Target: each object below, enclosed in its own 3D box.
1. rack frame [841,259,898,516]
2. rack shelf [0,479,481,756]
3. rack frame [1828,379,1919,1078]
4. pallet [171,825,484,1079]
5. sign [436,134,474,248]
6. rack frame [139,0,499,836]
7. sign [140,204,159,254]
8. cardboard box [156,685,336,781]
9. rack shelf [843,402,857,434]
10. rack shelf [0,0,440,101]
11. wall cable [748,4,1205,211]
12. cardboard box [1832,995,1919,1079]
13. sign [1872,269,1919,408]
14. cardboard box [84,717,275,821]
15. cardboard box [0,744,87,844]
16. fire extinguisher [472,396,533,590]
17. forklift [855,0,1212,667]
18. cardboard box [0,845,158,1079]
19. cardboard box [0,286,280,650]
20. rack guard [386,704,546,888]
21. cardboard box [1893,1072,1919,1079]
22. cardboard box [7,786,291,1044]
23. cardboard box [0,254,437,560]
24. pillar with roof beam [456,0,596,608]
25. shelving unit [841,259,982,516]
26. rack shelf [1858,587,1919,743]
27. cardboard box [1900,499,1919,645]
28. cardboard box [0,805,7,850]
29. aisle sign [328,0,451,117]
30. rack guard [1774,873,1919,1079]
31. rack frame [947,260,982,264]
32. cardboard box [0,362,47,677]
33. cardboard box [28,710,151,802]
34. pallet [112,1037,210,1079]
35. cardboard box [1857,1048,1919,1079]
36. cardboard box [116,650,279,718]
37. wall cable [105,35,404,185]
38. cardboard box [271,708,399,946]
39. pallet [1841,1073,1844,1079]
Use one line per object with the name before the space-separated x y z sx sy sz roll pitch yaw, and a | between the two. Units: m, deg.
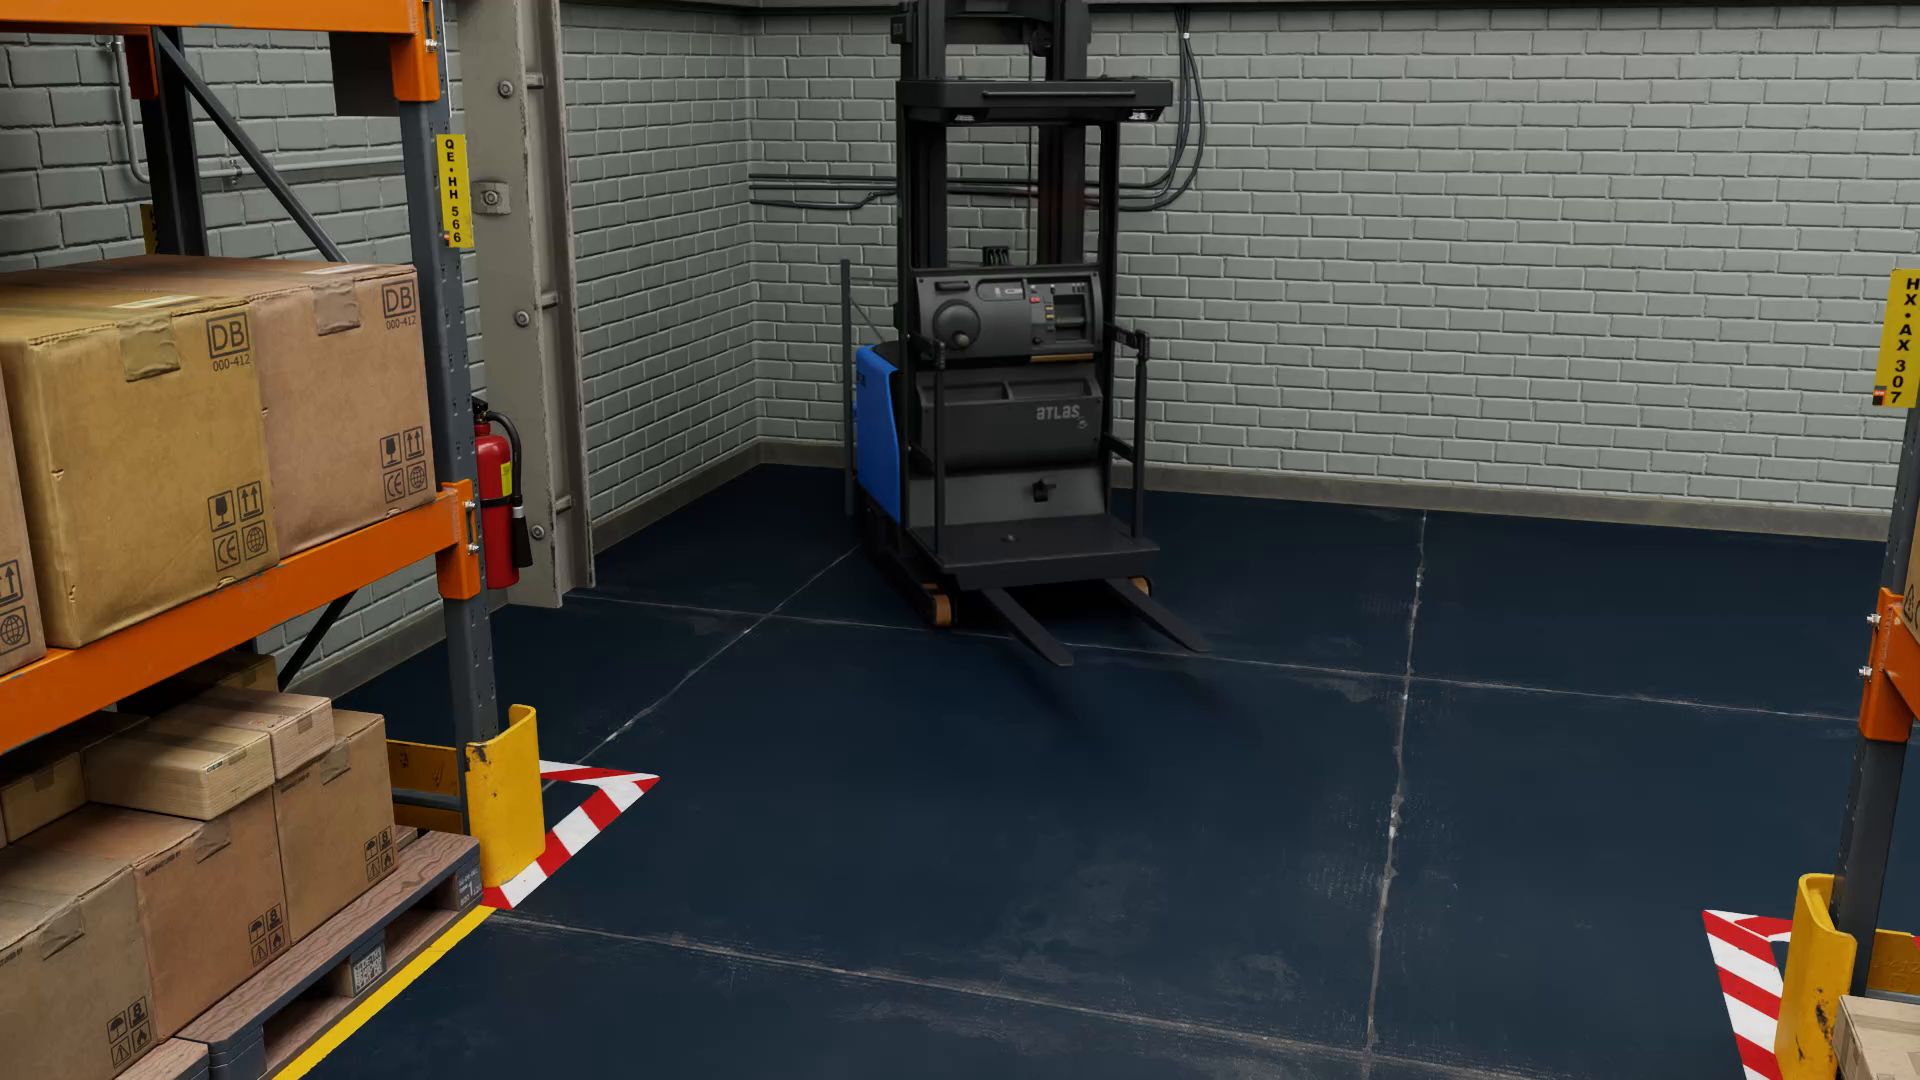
rack frame | -0.444 -0.849 9.573 0.500 1.500 0.032 7 17 23
rack shelf | -2.572 0.471 3.491 1.077 0.370 4.000 5 16 16
rack frame | 2.747 -0.015 3.887 1.000 3.000 0.127 5 16 16
pallet | -2.155 1.158 4.859 1.003 0.211 1.213 5 16 16
sign | -1.487 -1.024 4.886 0.100 0.325 0.005 5 16 16
rack frame | -2.003 -0.399 5.238 1.000 3.000 0.127 5 16 16
sign | -2.534 -0.898 5.266 0.100 0.325 0.005 5 16 16
cardboard box | -1.968 0.528 4.592 0.380 0.149 0.250 4 16 15
rack shelf | -0.238 -0.802 10.069 0.538 0.185 1.000 7 17 23
rack shelf | -2.572 -0.972 3.082 1.077 0.370 4.000 5 16 16
wall cable | -0.053 -3.243 9.962 3.097 2.526 0.112 5 16 16
cardboard box | 2.299 1.227 3.924 0.380 0.149 0.250 5 16 16
sign | 2.227 -0.474 3.917 0.100 0.325 0.005 5 16 16
cardboard box | -2.040 0.595 4.356 0.380 0.149 0.250 5 17 17
cardboard box | -2.477 0.631 4.232 0.380 0.149 0.250 5 17 16
fire extinguisher | -1.518 -0.186 5.312 0.296 0.674 0.183 5 16 16
forklift | 0.306 -1.108 7.866 1.130 2.935 3.031 -4 16 -15
cardboard box | -2.391 1.055 3.923 0.700 0.500 0.500 4 16 14
cardboard box | -2.335 -0.218 4.050 0.980 0.700 0.700 4 16 15
rack guard | -1.996 0.798 5.601 1.175 0.500 0.348 5 16 16
cardboard box | 2.179 1.347 3.317 0.500 0.250 0.500 5 16 16
cardboard box | -2.248 0.924 4.387 0.700 0.500 0.500 5 16 16
cardboard box | -2.139 -0.409 4.724 0.980 0.700 0.700 5 17 18
pillar with roof beam | 2.062 -3.724 5.969 9.100 9.000 0.400 5 16 16
shelving unit | -0.238 -0.976 10.020 0.538 1.500 1.048 7 17 23
rack shelf | 2.179 0.854 2.140 1.077 0.370 4.000 5 16 16
cardboard box | 2.368 0.032 3.536 0.500 0.500 0.500 5 17 17
cardboard box | -2.549 0.697 3.997 0.380 0.149 0.250 5 17 17
aisle sign | -1.695 -1.645 4.867 0.394 0.787 0.004 5 16 16
rack guard | 2.726 1.207 4.158 1.175 0.500 0.348 5 16 16
rack frame | -0.033 -1.102 10.467 0.500 1.500 0.032 7 17 23
cardboard box | -2.560 -0.019 3.349 0.980 0.700 0.700 4 16 13
cardboard box | -2.406 0.565 4.463 0.380 0.149 0.250 5 16 16
pallet | -2.504 1.476 3.738 1.003 0.211 1.213 5 16 16
cardboard box | 2.228 1.284 3.691 0.380 0.166 0.250 5 16 16
cardboard box | -2.262 0.432 4.930 0.380 0.149 0.250 5 17 16
wall cable | -2.546 -1.296 6.539 0.084 1.984 1.851 5 16 16
cardboard box | -2.106 0.793 4.849 0.700 0.500 0.500 5 16 16
pallet | 2.500 1.555 3.462 1.003 0.211 1.213 5 16 16
